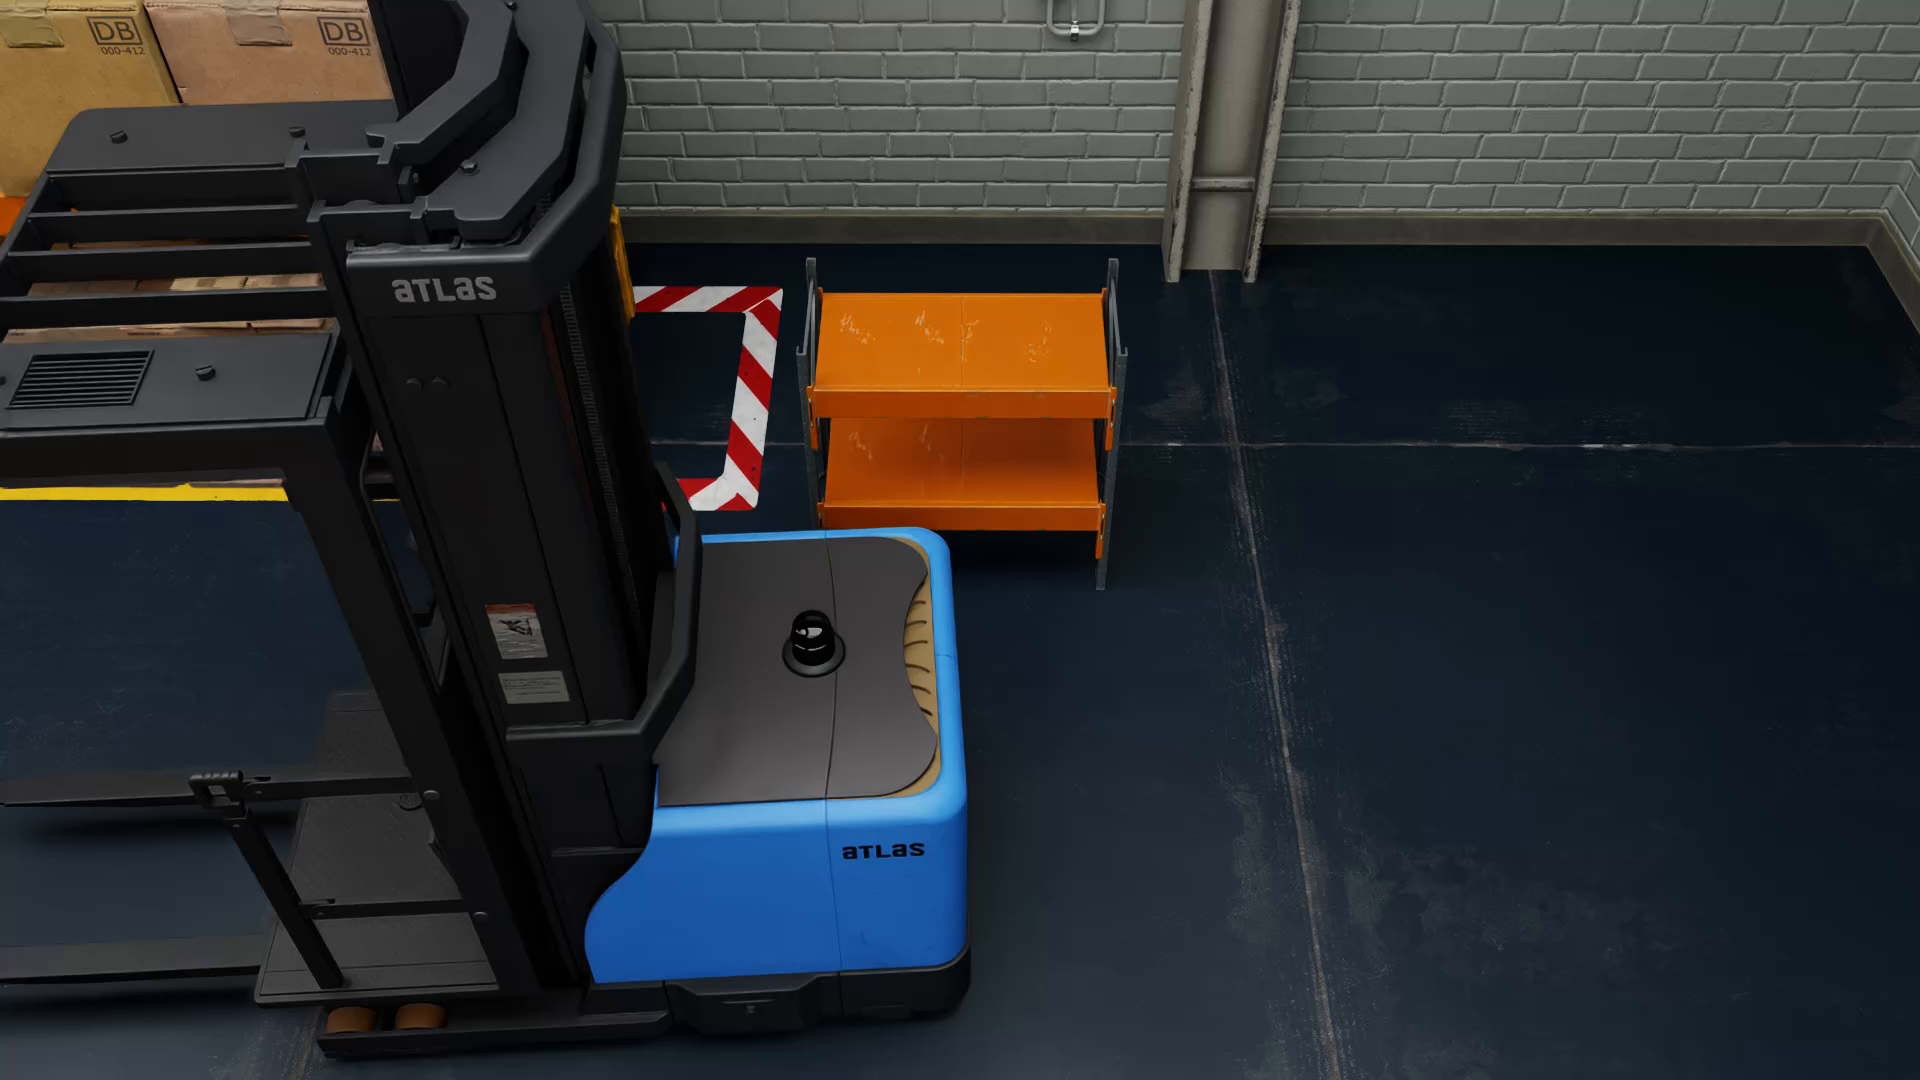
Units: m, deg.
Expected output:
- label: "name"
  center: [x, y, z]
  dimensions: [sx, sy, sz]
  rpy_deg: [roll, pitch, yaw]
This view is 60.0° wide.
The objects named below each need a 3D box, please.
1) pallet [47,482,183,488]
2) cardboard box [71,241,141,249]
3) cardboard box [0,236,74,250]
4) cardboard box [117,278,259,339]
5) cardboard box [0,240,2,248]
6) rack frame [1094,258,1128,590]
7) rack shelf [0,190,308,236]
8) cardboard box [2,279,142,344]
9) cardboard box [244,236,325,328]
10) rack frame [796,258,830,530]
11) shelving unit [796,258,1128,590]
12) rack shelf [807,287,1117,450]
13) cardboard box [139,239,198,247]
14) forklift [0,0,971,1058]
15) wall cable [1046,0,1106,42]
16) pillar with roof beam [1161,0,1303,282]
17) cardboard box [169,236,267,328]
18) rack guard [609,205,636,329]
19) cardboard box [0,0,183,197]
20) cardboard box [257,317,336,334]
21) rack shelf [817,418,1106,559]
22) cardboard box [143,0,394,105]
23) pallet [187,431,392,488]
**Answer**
- label: "pallet"
  center: [-3.614, -0.642, 6.704]
  dimensions: [1.213, 0.211, 1.003]
  rpy_deg: [0, 47, 0]
- label: "cardboard box"
  center: [-3.183, -1.231, 6.324]
  dimensions: [0.250, 0.149, 0.380]
  rpy_deg: [1, 47, 1]
- label: "cardboard box"
  center: [-3.440, -1.231, 6.325]
  dimensions: [0.250, 0.149, 0.380]
  rpy_deg: [1, 47, 1]
- label: "cardboard box"
  center: [-2.798, -0.863, 6.425]
  dimensions: [0.500, 0.500, 0.700]
  rpy_deg: [0, 47, 0]
- label: "cardboard box"
  center: [-3.693, -1.232, 6.325]
  dimensions: [0.250, 0.149, 0.380]
  rpy_deg: [-1, 47, -1]
- label: "rack frame"
  center: [0.515, -0.382, 5.837]
  dimensions: [0.032, 1.125, 0.500]
  rpy_deg: [0, 47, 0]
- label: "rack shelf"
  center: [-3.597, -1.402, 5.997]
  dimensions: [4.000, 0.370, 1.077]
  rpy_deg: [0, 47, 0]
- label: "cardboard box"
  center: [-3.301, -0.864, 6.426]
  dimensions: [0.500, 0.500, 0.700]
  rpy_deg: [-1, 47, -1]
- label: "cardboard box"
  center: [-2.427, -0.950, 6.063]
  dimensions: [0.250, 0.149, 0.380]
  rpy_deg: [0, 47, 0]
- label: "rack frame"
  center: [-0.502, -0.385, 5.840]
  dimensions: [0.032, 1.125, 0.500]
  rpy_deg: [0, 47, 0]
- label: "shelving unit"
  center: [0.007, -0.383, 5.838]
  dimensions: [1.048, 1.125, 0.538]
  rpy_deg: [0, 47, 0]
- label: "rack shelf"
  center: [0.007, -0.583, 5.624]
  dimensions: [1.000, 0.278, 0.538]
  rpy_deg: [0, 47, 0]
- label: "cardboard box"
  center: [-2.929, -1.231, 6.324]
  dimensions: [0.250, 0.149, 0.380]
  rpy_deg: [1, 47, 0]
- label: "forklift"
  center: [-1.505, 0.103, 4.152]
  dimensions: [3.031, 2.935, 1.130]
  rpy_deg: [-2, 47, -2]
- label: "wall cable"
  center: [-0.313, -2.677, 5.998]
  dimensions: [1.851, 1.984, 0.084]
  rpy_deg: [0, 47, 0]
- label: "pillar with roof beam"
  center: [1.090, -1.161, 1.183]
  dimensions: [0.400, 9.000, 9.100]
  rpy_deg: [0, 47, 0]
- label: "cardboard box"
  center: [-2.682, -0.950, 6.063]
  dimensions: [0.250, 0.149, 0.380]
  rpy_deg: [1, 47, 1]
- label: "rack guard"
  center: [-1.573, -0.790, 6.644]
  dimensions: [0.348, 0.500, 1.175]
  rpy_deg: [0, 47, 0]
- label: "cardboard box"
  center: [-2.835, -1.732, 5.608]
  dimensions: [0.700, 0.700, 0.980]
  rpy_deg: [0, 47, 0]
- label: "cardboard box"
  center: [-2.298, -0.862, 6.424]
  dimensions: [0.500, 0.500, 0.700]
  rpy_deg: [0, 47, 0]
- label: "rack shelf"
  center: [0.007, -0.217, 6.017]
  dimensions: [1.000, 0.278, 0.538]
  rpy_deg: [0, 47, 0]
- label: "cardboard box"
  center: [-2.107, -1.738, 5.614]
  dimensions: [0.700, 0.700, 0.980]
  rpy_deg: [2, 47, 2]
- label: "pallet"
  center: [-2.397, -0.637, 6.699]
  dimensions: [1.213, 0.211, 1.003]
  rpy_deg: [0, 47, 0]
